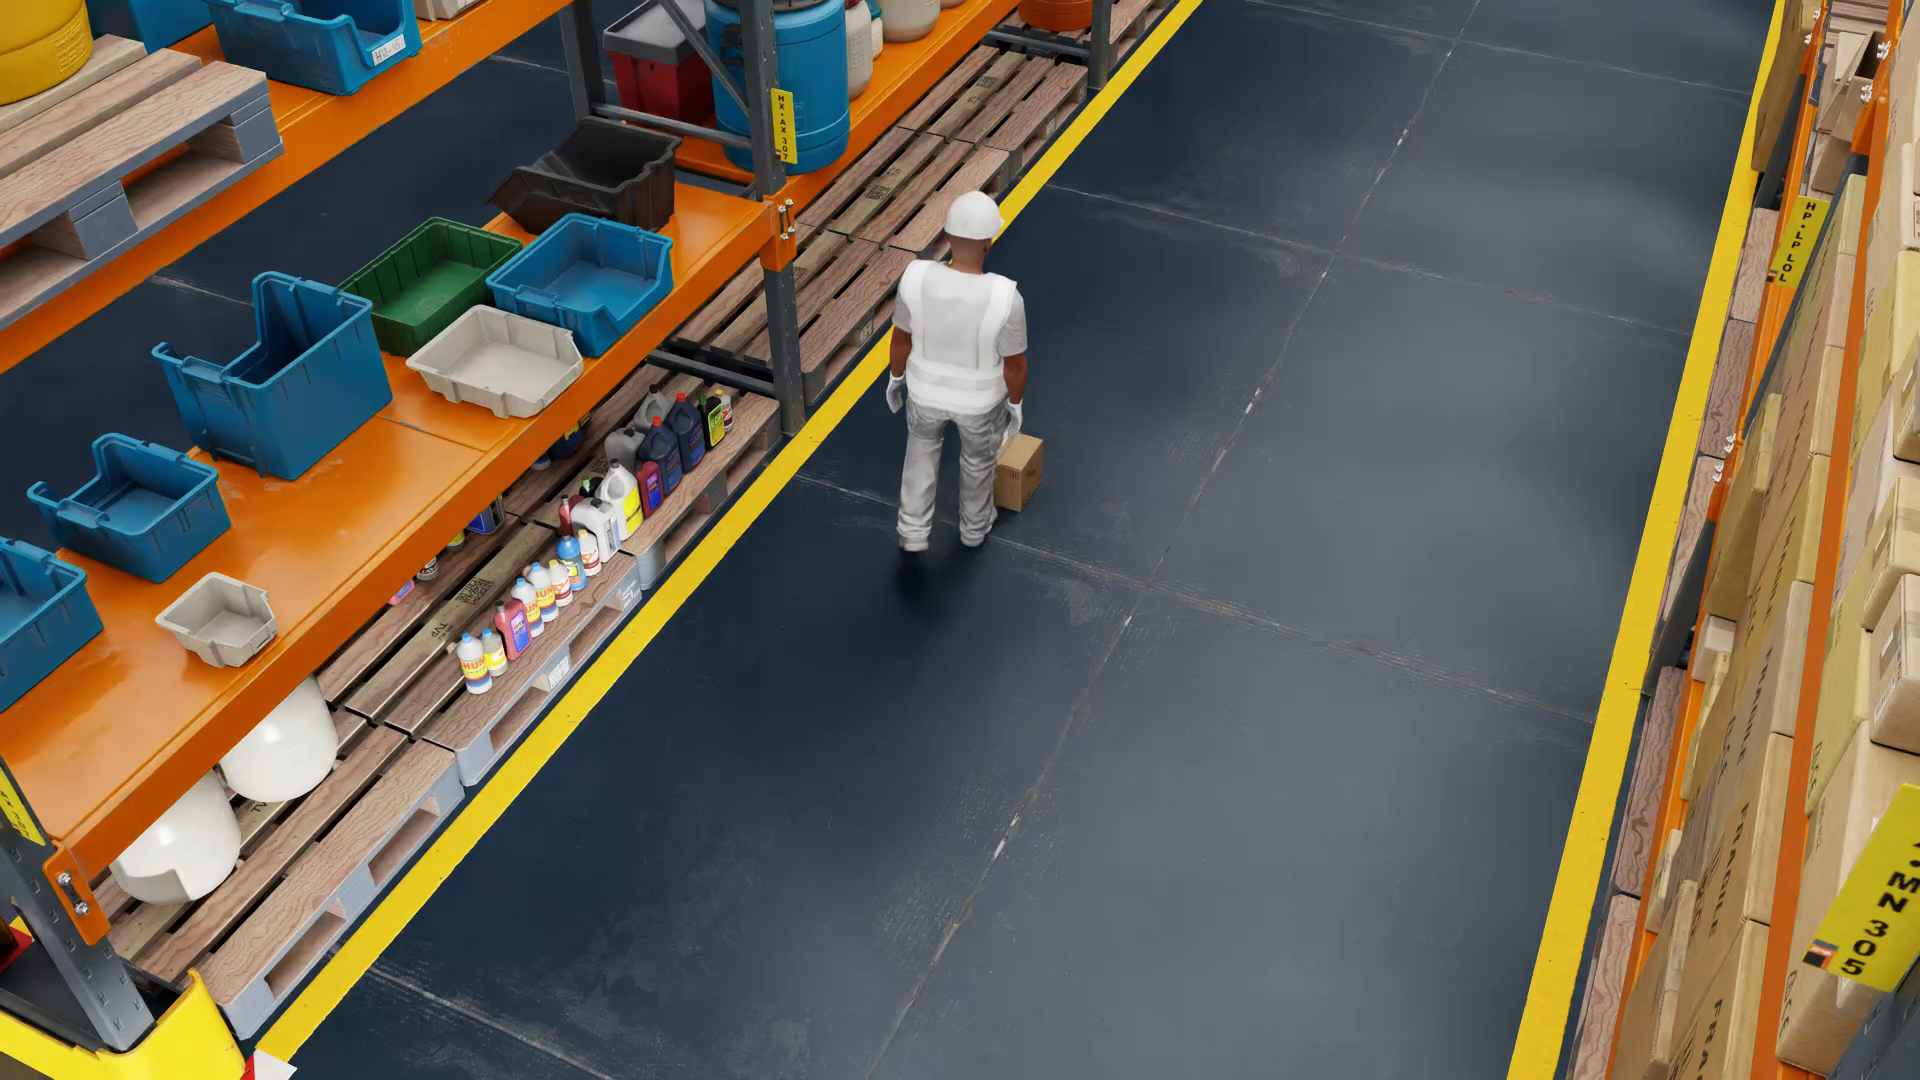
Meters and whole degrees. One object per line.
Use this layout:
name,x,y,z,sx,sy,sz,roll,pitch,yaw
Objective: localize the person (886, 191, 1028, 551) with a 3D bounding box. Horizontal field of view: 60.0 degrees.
person,0.007,-0.650,6.846,0.595,1.781,0.583,10,43,11
